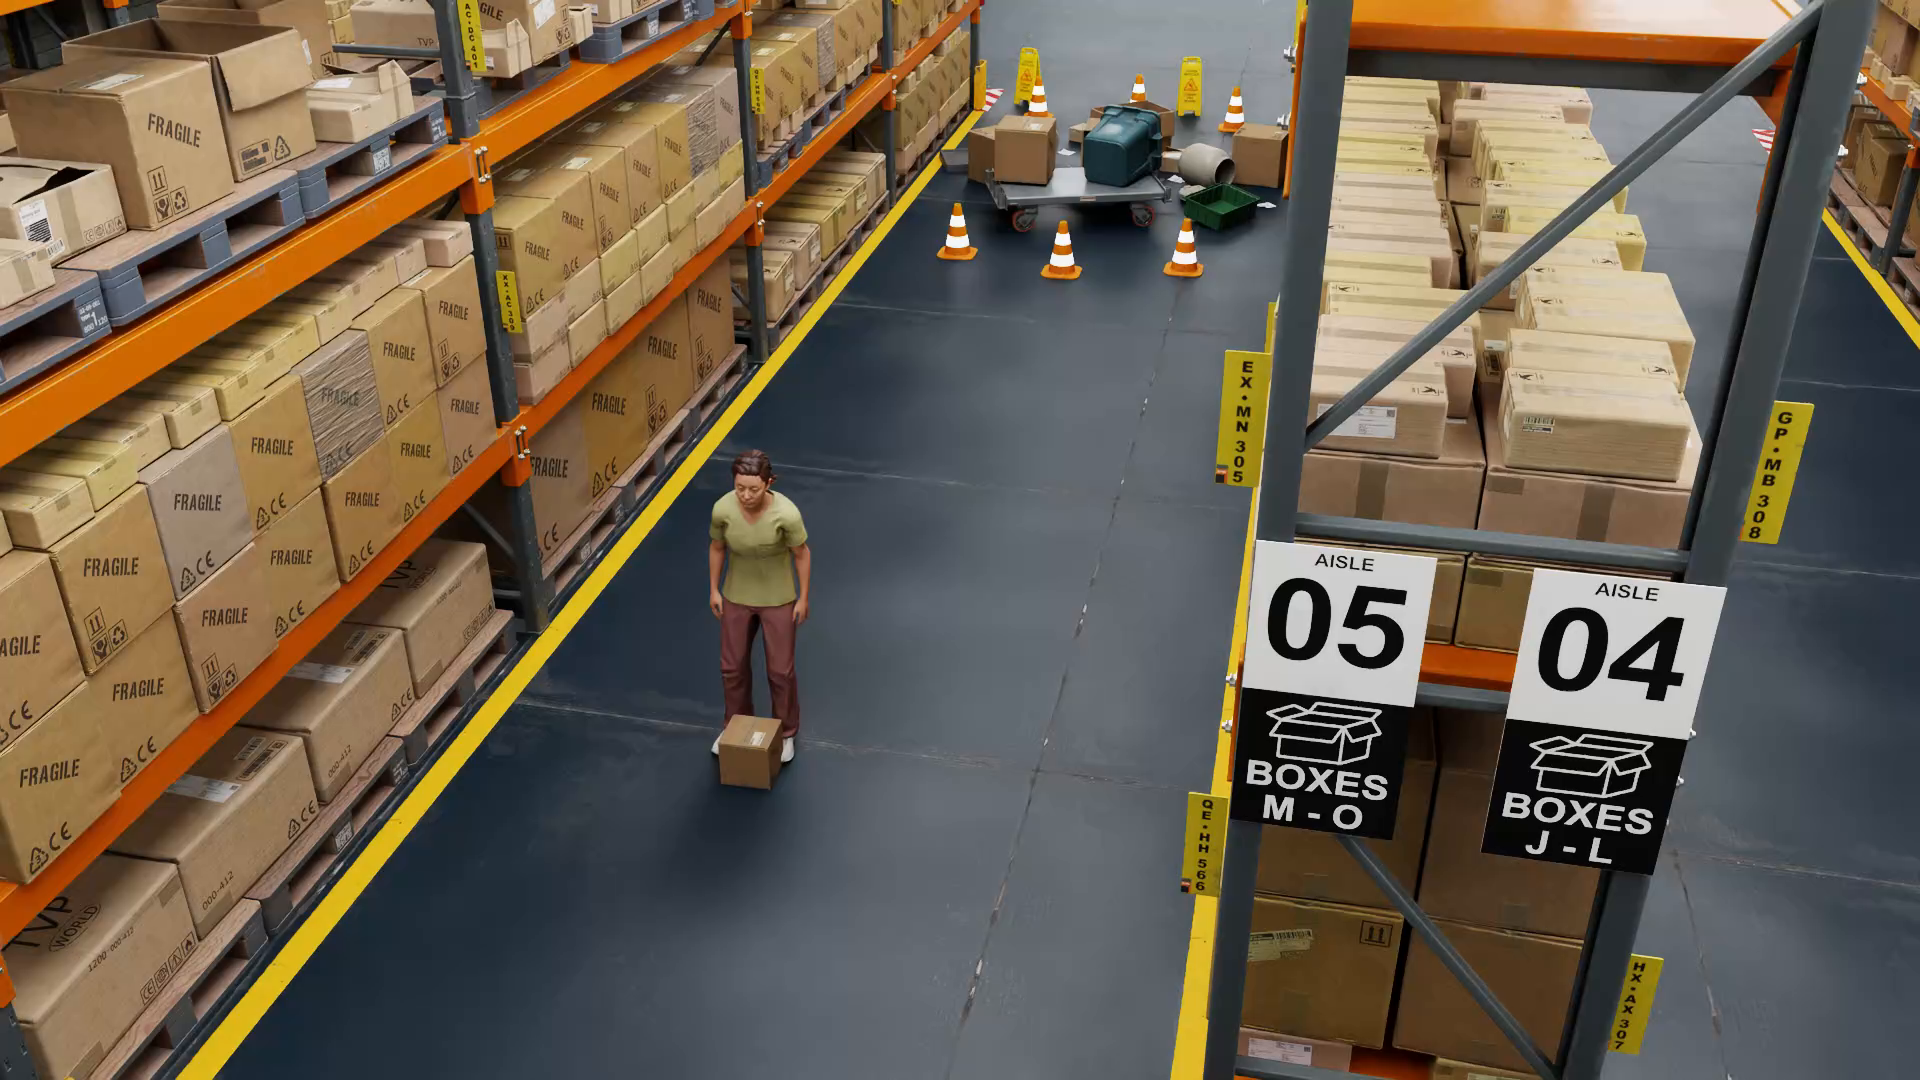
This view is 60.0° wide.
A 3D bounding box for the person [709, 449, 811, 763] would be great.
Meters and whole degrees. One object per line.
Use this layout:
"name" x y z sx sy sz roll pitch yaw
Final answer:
"person" -0.980 0.304 8.065 0.512 1.671 0.366 4 29 8
